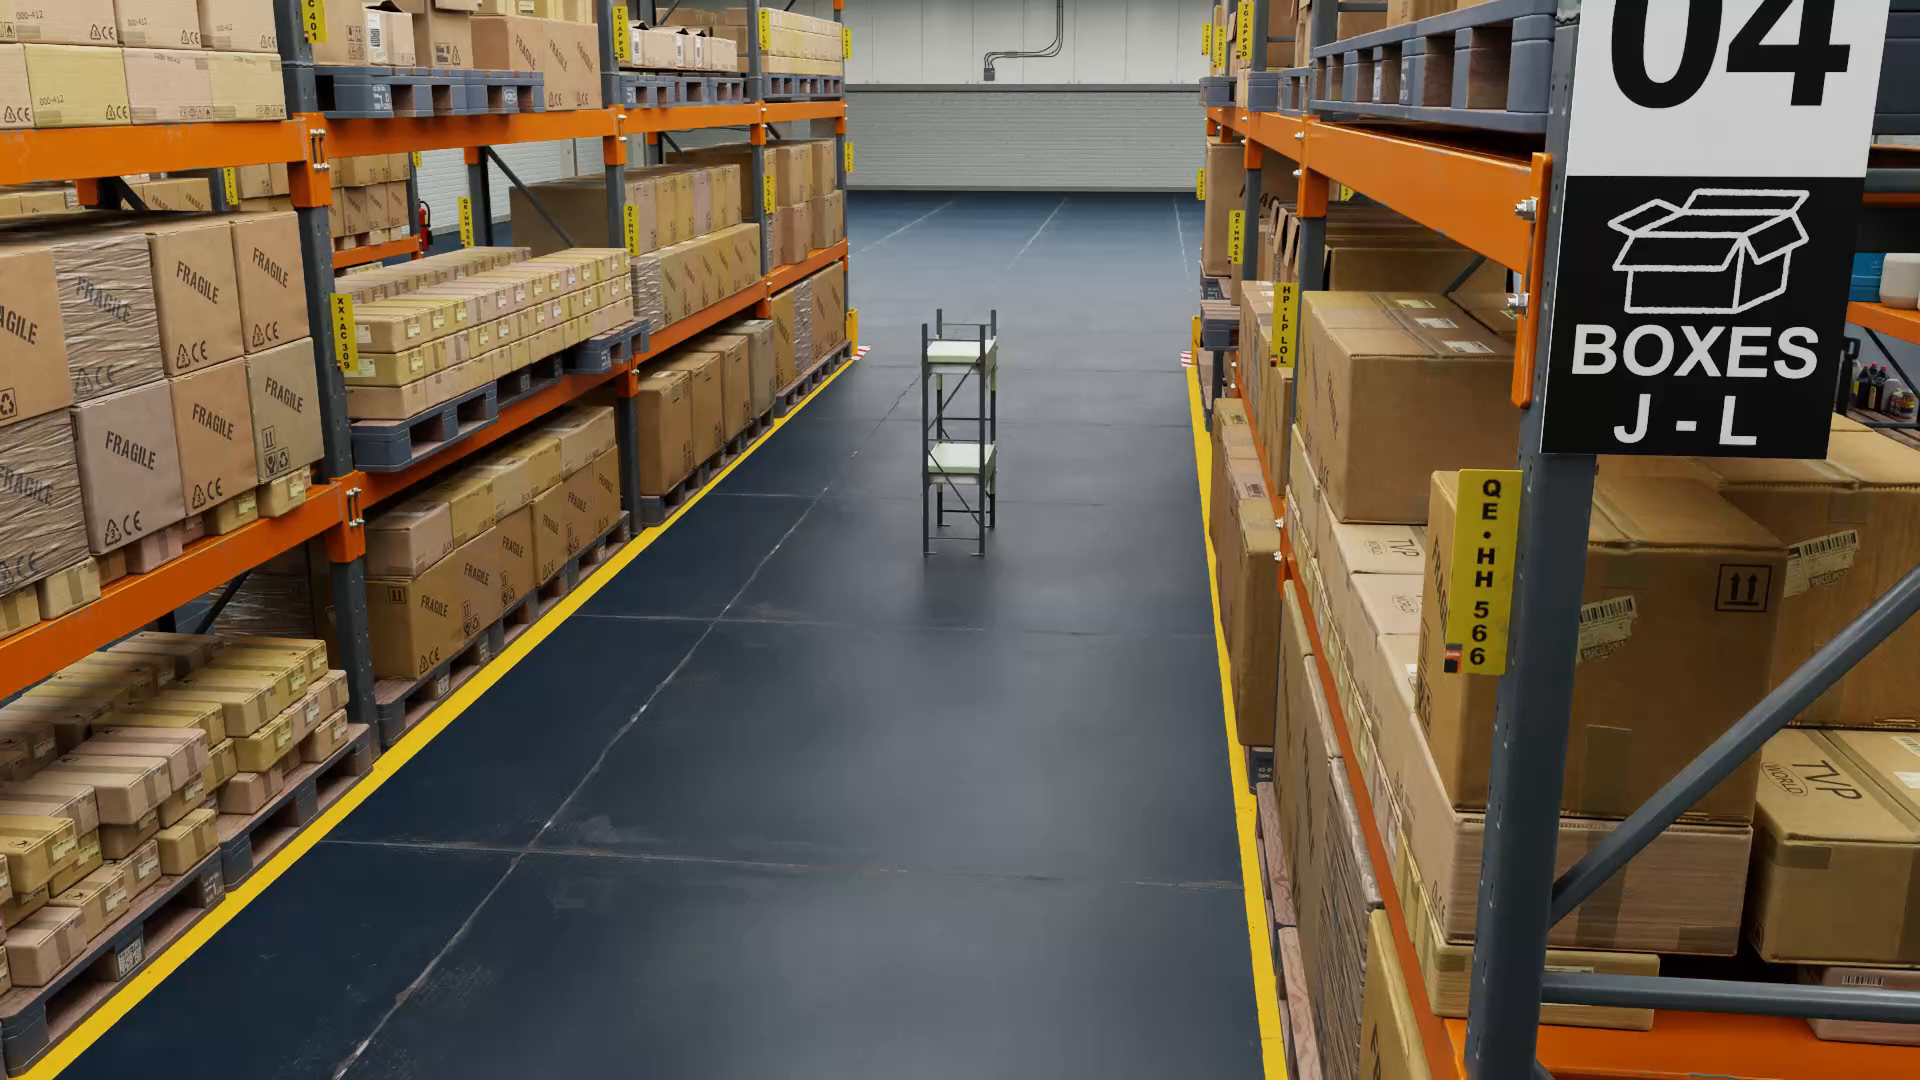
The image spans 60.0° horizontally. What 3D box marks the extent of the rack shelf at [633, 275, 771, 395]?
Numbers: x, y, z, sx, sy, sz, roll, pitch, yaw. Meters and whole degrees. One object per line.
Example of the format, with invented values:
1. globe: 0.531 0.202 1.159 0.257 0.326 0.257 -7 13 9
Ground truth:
1. rack shelf: -2.446 -1.674 12.984 1.077 0.370 4.000 2 15 6

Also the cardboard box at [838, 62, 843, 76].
1. cardboard box: -1.470 -5.059 17.862 0.380 0.149 0.250 2 15 6

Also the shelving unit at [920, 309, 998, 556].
1. shelving unit: 0.001 -0.726 10.973 0.431 1.500 0.755 2 15 6

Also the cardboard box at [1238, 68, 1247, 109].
1. cardboard box: 2.098 -2.965 10.922 0.500 0.250 0.500 2 15 6

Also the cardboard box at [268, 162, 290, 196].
1. cardboard box: -6.806 -3.573 15.954 0.700 0.500 0.500 2 15 7

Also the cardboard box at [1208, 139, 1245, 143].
1. cardboard box: 2.697 -3.686 16.369 0.500 0.500 0.500 2 15 6

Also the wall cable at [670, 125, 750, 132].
1. wall cable: -7.574 -13.591 50.133 3.097 2.526 0.112 2 15 6

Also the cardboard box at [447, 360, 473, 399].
1. cardboard box: -2.564 -0.772 7.946 0.380 0.149 0.250 2 15 7

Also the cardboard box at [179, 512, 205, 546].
1. cardboard box: -3.030 -0.060 6.120 0.380 0.149 0.250 1 15 5

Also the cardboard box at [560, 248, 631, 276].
1. cardboard box: -2.271 -1.730 10.352 0.380 0.149 0.250 1 15 4

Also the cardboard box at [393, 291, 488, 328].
1. cardboard box: -2.534 -1.126 8.116 0.380 0.149 0.250 1 15 6

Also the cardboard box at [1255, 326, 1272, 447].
1. cardboard box: 1.690 -0.734 7.939 0.500 0.500 0.500 2 15 6

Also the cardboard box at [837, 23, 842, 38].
1. cardboard box: -1.470 -5.443 17.754 0.380 0.149 0.250 2 15 7

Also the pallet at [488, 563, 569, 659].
1. pallet: -2.901 0.362 9.419 1.003 0.211 1.213 2 15 6

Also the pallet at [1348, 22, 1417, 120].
1. pallet: 1.551 -1.170 4.167 1.003 0.211 1.213 2 15 6

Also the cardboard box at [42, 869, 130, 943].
1. cardboard box: -3.036 1.218 5.568 0.380 0.149 0.250 2 15 6

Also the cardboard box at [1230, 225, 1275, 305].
1. cardboard box: 2.230 -1.870 11.335 0.700 0.500 0.500 4 16 15

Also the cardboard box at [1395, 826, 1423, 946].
1. cardboard box: 1.083 0.697 3.321 0.380 0.149 0.250 2 15 7

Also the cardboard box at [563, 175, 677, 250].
1. cardboard box: -2.500 -2.414 12.235 0.700 0.500 0.500 1 15 5

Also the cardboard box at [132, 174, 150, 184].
1. cardboard box: -7.043 -3.062 13.929 0.380 0.149 0.250 1 15 5

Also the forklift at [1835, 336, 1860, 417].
1. forklift: 5.245 -1.434 10.849 1.130 2.935 3.031 -6 16 -22

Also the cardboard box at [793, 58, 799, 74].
1. cardboard box: -1.729 -4.466 15.670 0.380 0.149 0.250 1 15 5

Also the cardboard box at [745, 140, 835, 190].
1. cardboard box: -1.849 -4.076 18.133 0.875 0.550 0.550 2 15 6

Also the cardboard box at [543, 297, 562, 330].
1. cardboard box: -2.418 -1.251 9.150 0.380 0.149 0.250 2 15 8

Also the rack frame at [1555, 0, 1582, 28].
1. rack frame: 1.343 -2.151 1.878 1.000 3.000 0.127 2 15 6

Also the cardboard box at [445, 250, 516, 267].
1. cardboard box: -2.944 -1.687 10.192 0.380 0.149 0.250 1 15 5

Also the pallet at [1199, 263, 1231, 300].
1. pallet: 2.466 -2.081 13.479 1.003 0.211 1.213 2 15 6

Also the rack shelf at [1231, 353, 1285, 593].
1. rack shelf: 2.020 -0.464 8.510 1.077 0.370 4.000 2 15 6

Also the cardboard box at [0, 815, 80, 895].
1. cardboard box: -3.049 0.991 5.268 0.380 0.149 0.250 2 15 7

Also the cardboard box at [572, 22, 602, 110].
1. cardboard box: -2.484 -2.843 9.992 0.500 0.500 0.500 2 15 6

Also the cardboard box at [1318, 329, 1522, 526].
1. cardboard box: 1.368 -0.347 4.978 0.500 0.500 0.500 1 15 4

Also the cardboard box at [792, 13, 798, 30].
1. cardboard box: -1.728 -4.851 15.568 0.380 0.149 0.250 2 15 7

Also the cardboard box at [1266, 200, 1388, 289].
1. cardboard box: 2.147 -1.673 9.491 0.797 0.503 0.637 2 15 8

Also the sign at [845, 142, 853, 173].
1. sign: -1.231 -4.231 18.390 0.100 0.325 0.005 2 15 6

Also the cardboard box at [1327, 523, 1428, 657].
1. cardboard box: 1.303 0.141 4.610 0.500 0.250 0.500 2 15 6

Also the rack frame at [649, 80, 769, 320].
1. rack frame: -2.220 -2.540 14.808 1.000 3.000 0.127 2 15 6

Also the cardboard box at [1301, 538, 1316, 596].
1. cardboard box: 1.343 0.100 5.526 0.380 0.149 0.250 1 15 5

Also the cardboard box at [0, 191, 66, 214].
1. cardboard box: -7.216 -2.400 12.724 0.500 0.500 0.500 2 15 7

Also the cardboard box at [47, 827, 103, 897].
1. cardboard box: -3.131 1.062 5.574 0.380 0.149 0.250 2 15 9

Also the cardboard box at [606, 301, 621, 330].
1. cardboard box: -2.300 -1.378 10.188 0.380 0.149 0.250 2 15 6

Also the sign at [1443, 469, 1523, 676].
1. sign: 0.805 0.052 2.551 0.100 0.325 0.005 2 15 6

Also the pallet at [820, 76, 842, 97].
1. pallet: -1.842 -4.790 17.552 1.003 0.211 1.213 2 15 6

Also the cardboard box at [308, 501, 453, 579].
1. cardboard box: -2.777 -0.007 7.988 0.500 0.250 0.500 1 15 4

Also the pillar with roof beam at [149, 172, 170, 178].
1. pillar with roof beam: -7.651 -8.013 23.558 9.100 9.000 0.400 2 15 6

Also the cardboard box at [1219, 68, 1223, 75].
1. cardboard box: 2.515 -4.235 14.854 0.380 0.149 0.250 1 15 5

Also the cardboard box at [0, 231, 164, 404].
1. cardboard box: -3.032 -0.743 5.486 0.500 0.500 0.500 2 15 8

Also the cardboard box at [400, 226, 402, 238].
1. cardboard box: -6.528 -3.472 18.738 0.380 0.149 0.250 2 15 8

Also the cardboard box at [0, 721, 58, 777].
1. cardboard box: -3.554 0.773 6.073 0.380 0.149 0.250 2 15 7

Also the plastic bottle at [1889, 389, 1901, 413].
1. plastic bottle: 8.112 -1.206 14.392 0.097 0.201 0.097 0 15 0

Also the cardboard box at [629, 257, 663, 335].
1. cardboard box: -2.353 -1.659 11.360 0.500 0.500 0.500 2 15 7

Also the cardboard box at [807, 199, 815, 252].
1. cardboard box: -1.994 -3.267 17.211 0.875 0.550 0.550 2 15 6

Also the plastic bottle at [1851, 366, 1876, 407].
1. plastic bottle: 7.978 -1.357 14.665 0.144 0.351 0.185 2 15 6

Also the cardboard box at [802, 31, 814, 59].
1. cardboard box: -1.719 -4.822 16.222 0.500 0.250 0.500 2 15 7

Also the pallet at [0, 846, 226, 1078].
1. pallet: -3.299 1.374 5.677 1.003 0.211 1.213 2 15 6

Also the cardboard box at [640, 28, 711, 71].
1. cardboard box: -2.200 -3.735 12.655 0.500 0.311 0.500 1 15 4

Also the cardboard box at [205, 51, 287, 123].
1. cardboard box: -2.910 -1.705 6.263 0.500 0.250 0.500 2 15 8
